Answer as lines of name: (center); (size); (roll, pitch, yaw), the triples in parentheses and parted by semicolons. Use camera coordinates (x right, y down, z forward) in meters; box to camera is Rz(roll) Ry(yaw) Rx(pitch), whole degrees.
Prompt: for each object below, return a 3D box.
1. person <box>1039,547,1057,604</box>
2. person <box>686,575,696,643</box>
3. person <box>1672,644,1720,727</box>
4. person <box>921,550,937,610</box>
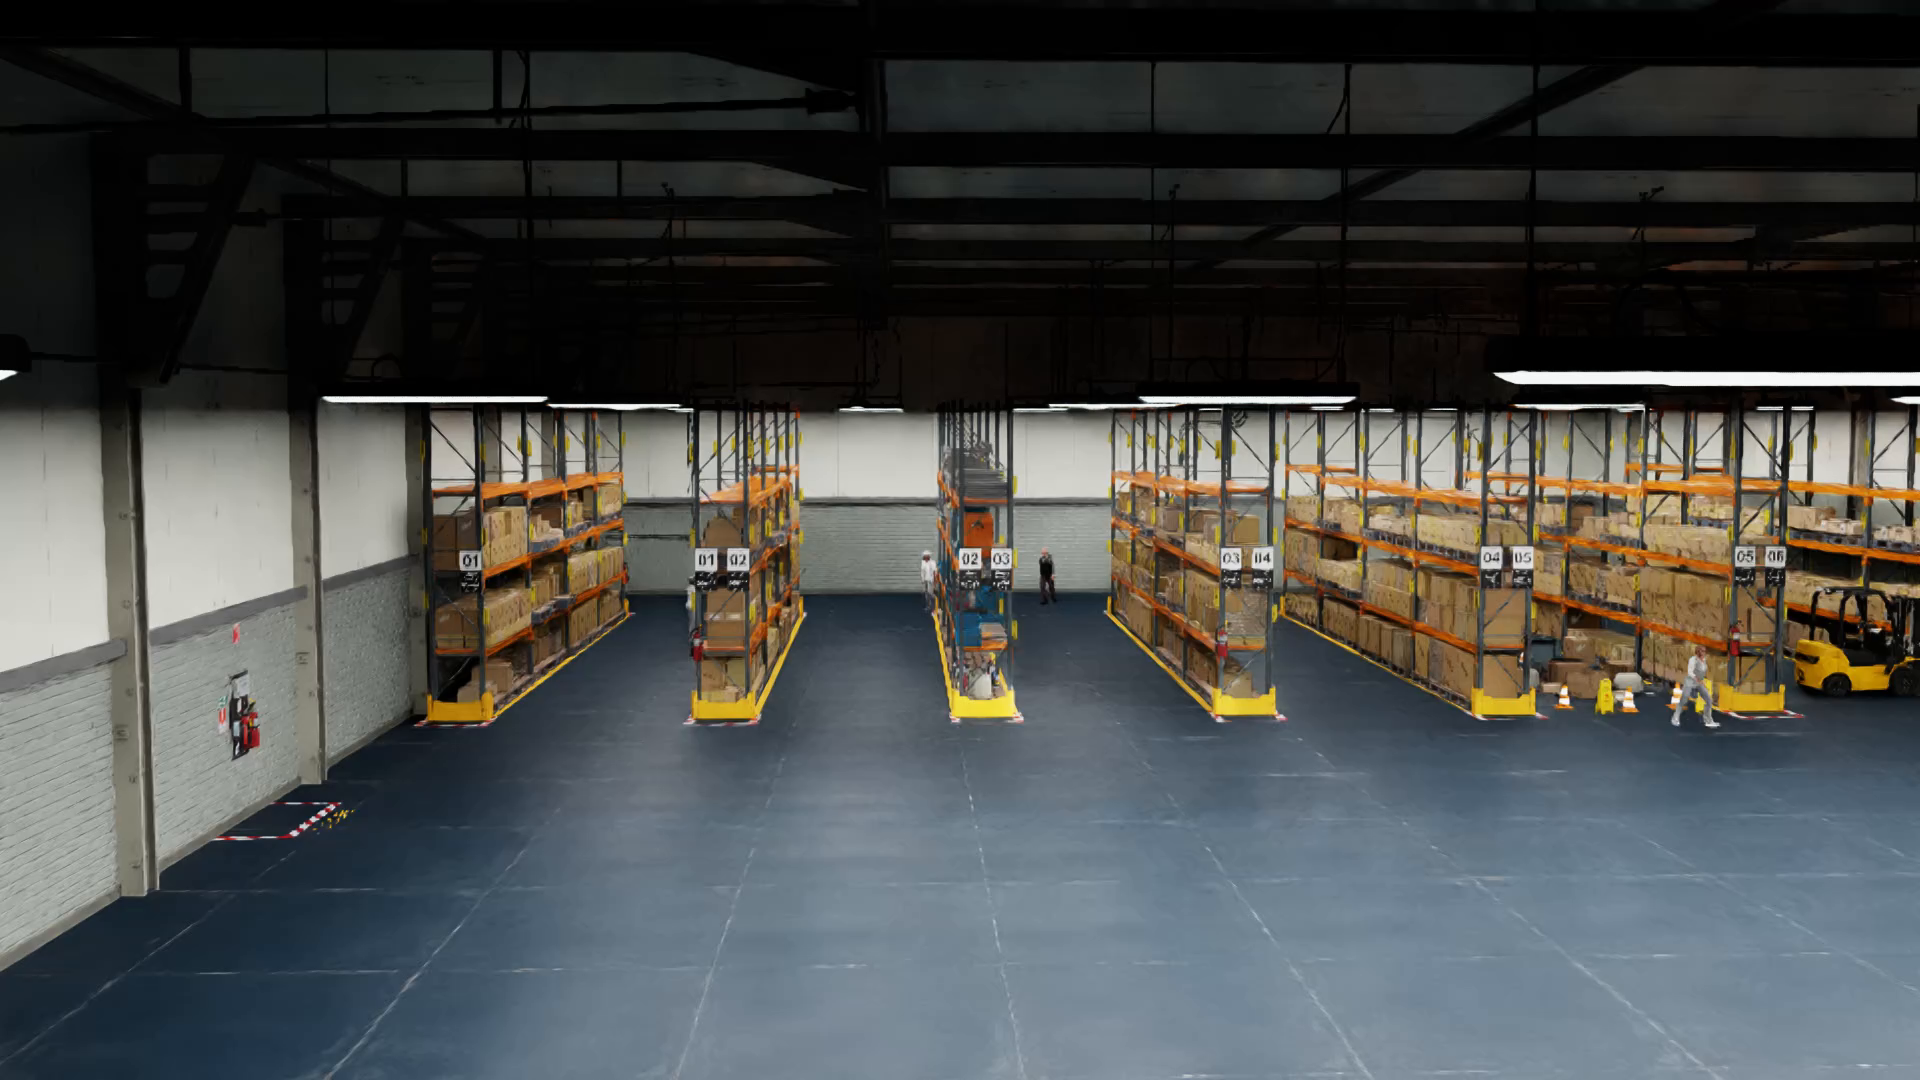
person: (2.653, 1.063, 50.225); (0.559, 1.710, 0.568); (3, 5, 35)
person: (-6.630, 1.722, 41.506); (0.409, 1.677, 0.532); (-3, 5, -32)
person: (13.431, 2.641, 30.388); (0.572, 1.533, 0.755); (-2, 5, -23)
person: (-0.855, 1.160, 48.472); (0.530, 1.762, 0.648); (-4, 6, -41)
